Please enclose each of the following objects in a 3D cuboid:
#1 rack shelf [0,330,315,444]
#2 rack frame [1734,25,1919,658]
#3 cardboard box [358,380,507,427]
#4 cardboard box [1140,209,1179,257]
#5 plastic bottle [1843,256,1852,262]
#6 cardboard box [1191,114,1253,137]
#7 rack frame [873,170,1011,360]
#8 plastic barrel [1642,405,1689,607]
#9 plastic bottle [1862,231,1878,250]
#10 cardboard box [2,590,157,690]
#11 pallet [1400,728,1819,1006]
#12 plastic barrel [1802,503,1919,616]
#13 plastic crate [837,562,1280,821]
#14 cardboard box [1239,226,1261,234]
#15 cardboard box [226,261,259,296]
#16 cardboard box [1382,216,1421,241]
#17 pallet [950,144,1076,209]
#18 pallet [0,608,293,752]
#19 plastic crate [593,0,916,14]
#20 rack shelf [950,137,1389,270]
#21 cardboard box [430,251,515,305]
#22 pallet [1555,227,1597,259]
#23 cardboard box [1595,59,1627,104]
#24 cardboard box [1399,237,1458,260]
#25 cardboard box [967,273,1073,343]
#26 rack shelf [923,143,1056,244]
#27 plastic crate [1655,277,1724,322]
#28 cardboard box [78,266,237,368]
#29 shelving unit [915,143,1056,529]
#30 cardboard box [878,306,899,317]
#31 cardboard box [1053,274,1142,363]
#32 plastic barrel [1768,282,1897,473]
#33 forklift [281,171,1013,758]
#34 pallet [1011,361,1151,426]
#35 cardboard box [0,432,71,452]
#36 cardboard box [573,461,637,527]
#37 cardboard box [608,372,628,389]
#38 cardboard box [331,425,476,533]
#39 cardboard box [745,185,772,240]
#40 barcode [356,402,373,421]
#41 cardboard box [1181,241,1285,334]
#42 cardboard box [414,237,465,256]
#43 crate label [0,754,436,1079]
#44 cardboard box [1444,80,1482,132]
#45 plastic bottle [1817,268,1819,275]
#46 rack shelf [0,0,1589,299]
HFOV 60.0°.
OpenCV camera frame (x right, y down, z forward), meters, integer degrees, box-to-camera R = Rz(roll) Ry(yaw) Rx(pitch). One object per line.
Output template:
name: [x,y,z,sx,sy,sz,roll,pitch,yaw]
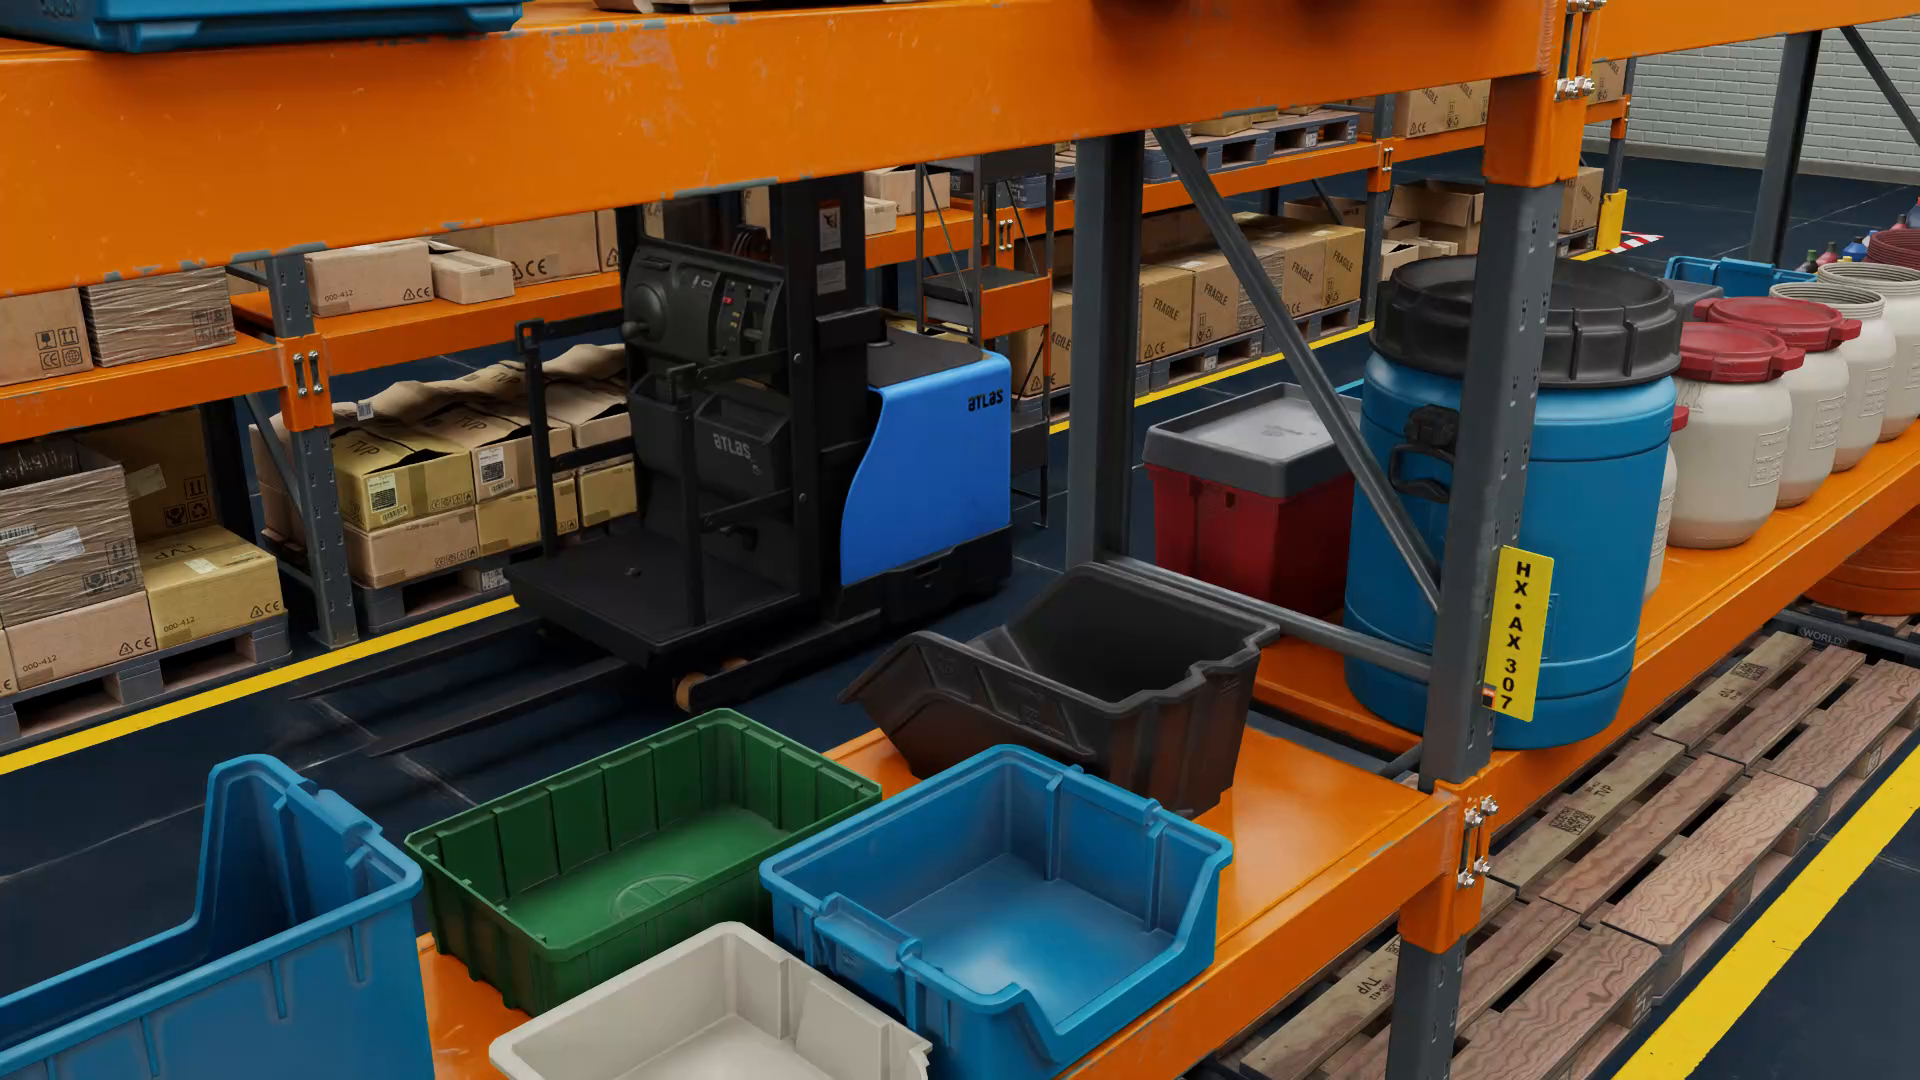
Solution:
rack shelf: [-4.305,-0.229,5.491,1.077,0.370,4.000,19,28,41]
rack frame: [3.427,-0.866,6.147,1.000,3.000,0.127,19,28,41]
cardboard box: [-2.474,-0.564,7.827,0.500,0.311,0.500,-19,28,-41]
cardboard box: [1.112,-2.074,11.116,0.500,0.250,0.500,19,28,40]
plastic bottle: [3.726,-1.094,7.016,0.097,0.201,0.097,0,21,0]
cardboard box: [1.483,-2.908,10.735,0.700,0.500,0.500,12,24,27]
rack frame: [-0.119,-2.107,9.375,1.000,3.000,0.127,19,28,41]
plastic barrel: [1.461,-0.092,3.945,0.433,0.535,0.433,0,21,0]
plastic bottle: [3.930,-1.201,7.199,0.097,0.271,0.097,0,21,0]
cardboard box: [-3.432,0.309,6.338,0.500,0.250,0.500,19,28,41]
pallet: [2.008,0.937,5.343,1.003,0.211,1.213,19,28,41]
plastic barrel: [3.756,-0.179,6.799,0.600,0.830,0.708,19,28,41]
plastic crate: [0.180,0.294,3.216,0.767,0.338,0.504,19,28,41]
cardboard box: [1.795,-1.970,11.891,0.500,0.500,0.500,-20,28,-41]
cardboard box: [-5.250,-1.816,11.489,0.700,0.500,0.500,20,28,41]
cardboard box: [3.389,-2.496,13.521,0.500,0.311,0.500,19,28,41]
pallet: [0.303,-2.209,9.909,1.213,0.211,1.003,19,28,41]
pallet: [-3.494,0.417,6.696,1.003,0.211,1.213,19,28,41]
plastic crate: [-0.193,-0.601,1.644,0.243,0.136,0.396,19,28,41]
rack shelf: [1.276,-2.285,10.842,1.077,0.370,4.000,19,28,41]
cardboard box: [-2.145,-1.138,7.205,0.380,0.149,0.250,19,28,41]
pallet: [4.853,-2.637,14.641,1.003,0.211,1.213,19,28,41]
cardboard box: [5.344,-4.027,14.231,0.500,0.500,0.500,-19,28,-40]
cardboard box: [3.715,-2.297,13.205,0.380,0.166,0.250,19,28,41]
cardboard box: [0.365,-1.445,10.523,0.500,0.500,0.500,-19,28,-40]
rack shelf: [0.116,-1.663,7.562,0.431,0.518,0.480,19,28,41]
plastic crate: [2.081,-0.557,5.254,0.402,0.464,0.583,19,28,41]
cardboard box: [-3.215,-1.010,6.381,0.700,0.500,0.500,18,28,39]
shelving unit: [0.115,-1.023,7.809,0.431,2.100,0.503,19,28,41]
cardboard box: [-0.695,-1.220,9.533,0.500,0.311,0.500,-19,28,-40]
cardboard box: [0.764,-1.327,10.217,0.500,0.500,0.500,18,27,39]
plastic barrel: [2.569,-0.492,5.018,0.421,0.512,0.421,0,21,0]
forklift: [-1.154,-0.904,6.342,1.130,2.935,3.031,19,28,41]
pallet: [0.429,-0.988,10.350,1.003,0.211,1.213,19,28,41]
cardboard box: [-3.801,-0.170,6.538,0.500,0.500,0.500,19,28,41]
cardboard box: [-1.734,-0.298,7.916,0.500,0.250,0.500,18,28,39]
cardboard box: [-1.371,-0.692,8.161,0.500,0.311,0.500,-19,28,-41]
cardboard box: [-2.443,-0.297,7.132,0.500,0.311,0.500,19,28,41]
cardboard box: [-1.278,-1.718,8.224,0.500,0.500,0.500,17,27,38]
barcode: [-2.433,-0.527,6.797,0.001,0.075,0.075,19,28,41]
cardboard box: [1.831,-1.721,11.243,0.500,0.500,0.500,20,29,41]
cardboard box: [-2.428,-1.288,7.432,0.396,0.266,0.258,18,28,39]
crate label: [-1.063,0.633,2.198,0.502,0.435,0.616,19,28,41]
cardboard box: [3.577,-3.377,12.540,0.500,0.500,0.500,-20,28,-41]
plastic bottle: [3.497,-1.009,6.796,0.097,0.201,0.097,0,21,0]
rack shelf: [-0.758,-0.388,1.725,1.077,0.370,4.000,19,28,41]
